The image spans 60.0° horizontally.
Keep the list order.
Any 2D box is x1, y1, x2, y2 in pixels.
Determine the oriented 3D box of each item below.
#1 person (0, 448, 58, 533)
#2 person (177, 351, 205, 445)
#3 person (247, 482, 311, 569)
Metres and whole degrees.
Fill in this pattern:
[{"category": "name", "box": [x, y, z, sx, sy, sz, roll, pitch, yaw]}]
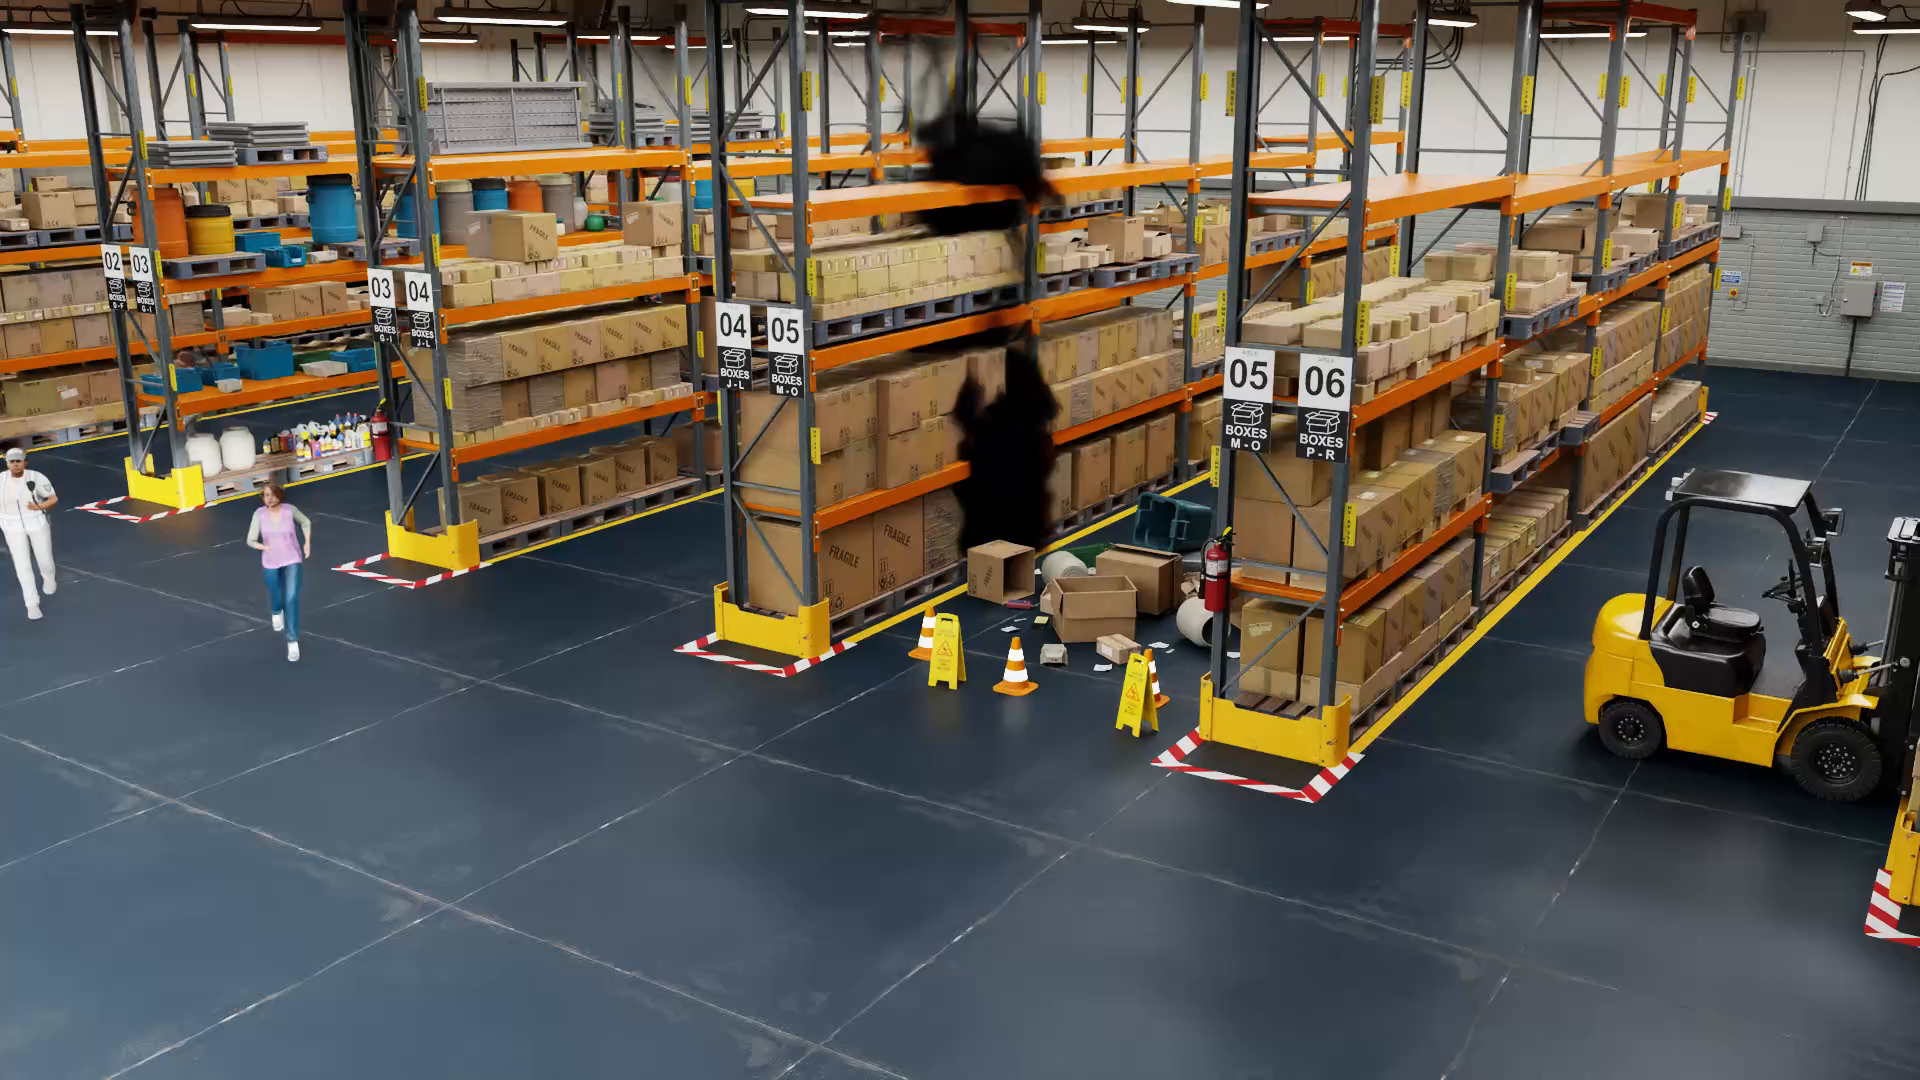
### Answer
[{"category": "person", "box": [-9.204, -0.483, 16.302, 0.607, 0.843, 0.585, -7, 17, -24]}, {"category": "person", "box": [-10.504, -1.790, 22.740, 0.547, 1.595, 0.674, 11, 19, 35]}, {"category": "person", "box": [-6.238, -0.130, 15.192, 0.551, 0.793, 0.537, -5, 16, -18]}]
